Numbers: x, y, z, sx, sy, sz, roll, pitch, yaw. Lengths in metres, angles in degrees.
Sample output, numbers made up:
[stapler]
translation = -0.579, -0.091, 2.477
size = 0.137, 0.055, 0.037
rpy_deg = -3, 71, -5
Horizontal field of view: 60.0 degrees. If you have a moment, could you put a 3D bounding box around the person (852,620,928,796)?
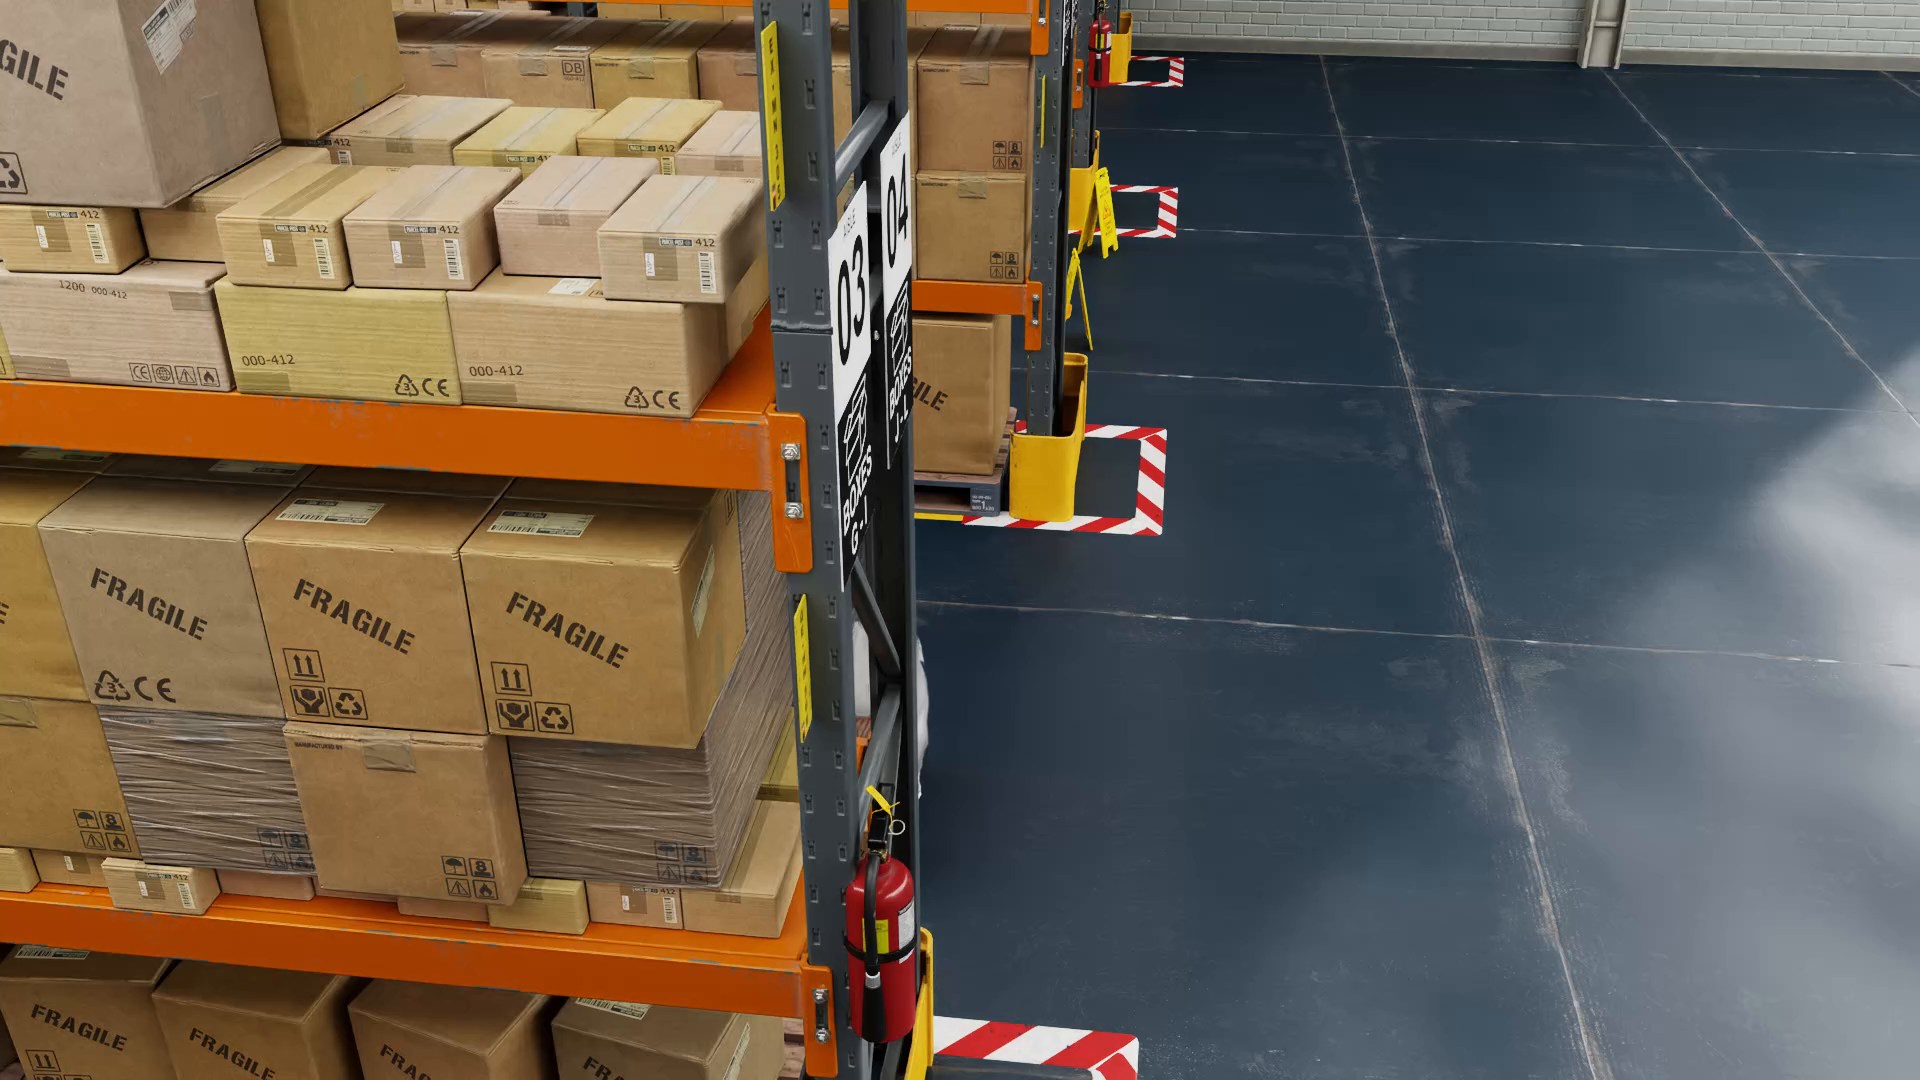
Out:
[person]
translation = -0.338, 0.780, 6.609
size = 0.429, 0.779, 0.871
rpy_deg = 2, 29, 5
